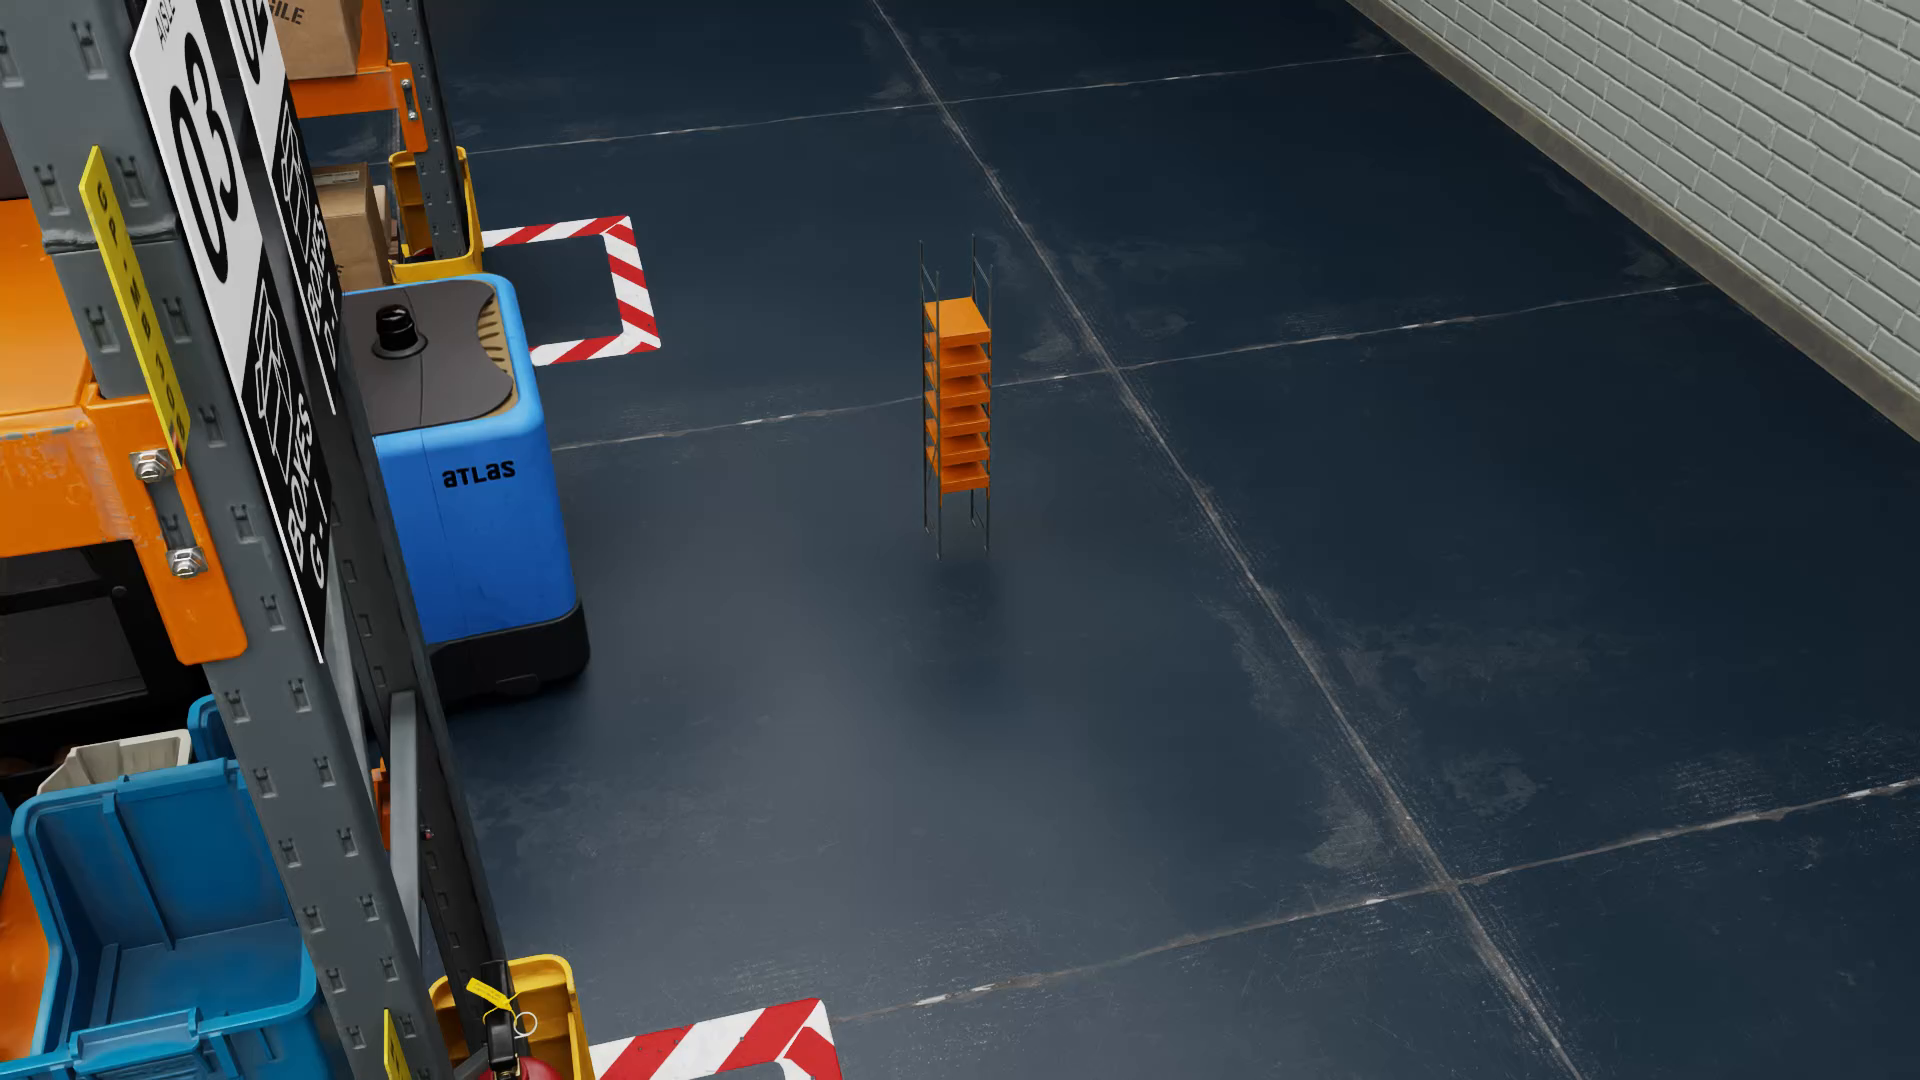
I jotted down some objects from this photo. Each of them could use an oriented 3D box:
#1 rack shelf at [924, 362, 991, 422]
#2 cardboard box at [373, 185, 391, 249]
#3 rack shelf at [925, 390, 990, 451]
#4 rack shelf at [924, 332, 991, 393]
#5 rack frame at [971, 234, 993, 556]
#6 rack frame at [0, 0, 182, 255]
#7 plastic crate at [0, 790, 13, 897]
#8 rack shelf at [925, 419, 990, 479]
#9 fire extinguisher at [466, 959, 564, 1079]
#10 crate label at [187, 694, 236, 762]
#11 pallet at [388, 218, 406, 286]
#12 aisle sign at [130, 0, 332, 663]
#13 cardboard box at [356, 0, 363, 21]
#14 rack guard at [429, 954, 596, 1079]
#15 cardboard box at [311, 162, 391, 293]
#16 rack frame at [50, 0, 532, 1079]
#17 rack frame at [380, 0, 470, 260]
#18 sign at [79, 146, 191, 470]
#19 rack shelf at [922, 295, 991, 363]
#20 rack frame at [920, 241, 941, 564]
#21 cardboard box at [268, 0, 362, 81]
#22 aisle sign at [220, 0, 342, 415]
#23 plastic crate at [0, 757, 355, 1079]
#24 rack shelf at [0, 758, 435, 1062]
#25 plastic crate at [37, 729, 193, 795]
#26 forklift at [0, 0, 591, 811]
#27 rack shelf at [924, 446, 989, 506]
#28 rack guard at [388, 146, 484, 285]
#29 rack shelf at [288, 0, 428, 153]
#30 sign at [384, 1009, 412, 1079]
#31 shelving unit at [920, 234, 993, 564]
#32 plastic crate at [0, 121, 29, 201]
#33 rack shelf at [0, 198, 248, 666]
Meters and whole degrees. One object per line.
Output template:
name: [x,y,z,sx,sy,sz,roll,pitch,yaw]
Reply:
rack shelf: [-0.014,-0.534,5.837,0.180,0.103,0.258,-9,38,-12]
cardboard box: [-2.780,-1.486,7.708,0.250,0.149,0.380,-9,38,-12]
rack shelf: [-0.014,-0.439,5.909,0.180,0.103,0.258,-9,38,-12]
rack shelf: [-0.014,-0.630,5.764,0.180,0.103,0.258,-9,38,-12]
rack frame: [0.074,-0.489,5.901,0.006,1.200,0.240,-9,38,-12]
rack frame: [-0.999,-1.785,1.177,0.127,3.000,1.000,-9,38,-12]
plastic crate: [-1.959,0.591,3.097,0.300,0.233,0.416,-9,38,-12]
rack shelf: [-0.014,-0.344,5.982,0.180,0.103,0.258,-9,38,-12]
fire extinguisher: [-0.735,1.020,2.819,0.183,0.674,0.296,-9,38,-12]
crate label: [-1.323,0.487,3.233,0.303,0.233,0.416,-9,38,-12]
pallet: [-3.129,-1.061,7.464,1.213,0.211,1.003,-9,38,-12]
aisle sign: [-0.853,-0.274,2.000,0.004,0.787,0.394,-9,38,-12]
cardboard box: [-2.784,-2.432,6.878,0.500,0.500,0.500,-9,38,-11]
rack guard: [-0.979,1.580,3.774,0.348,0.500,1.175,-9,38,-12]
cardboard box: [-2.747,-1.259,7.123,0.500,0.500,0.500,-9,38,-12]
rack frame: [-0.999,0.598,2.999,0.127,3.000,1.000,-9,38,-12]
rack frame: [-2.287,-2.308,6.798,0.127,3.000,1.000,-9,38,-12]
sign: [-0.840,-0.232,1.701,0.005,0.325,0.100,-9,38,-12]
rack shelf: [-0.014,-0.725,5.691,0.180,0.103,0.258,-9,38,-12]
rack frame: [-0.102,-0.460,5.864,0.006,1.200,0.240,-9,38,-12]
cardboard box: [-2.648,-2.117,6.466,0.500,0.500,0.500,-8,38,-11]
aisle sign: [-1.007,-0.620,2.452,0.004,0.787,0.394,-9,38,-12]
plastic crate: [-1.273,0.723,2.758,0.499,0.435,0.616,-9,38,-12]
rack shelf: [-2.930,1.201,2.804,4.000,0.370,1.077,-9,38,-12]
plastic crate: [-1.654,0.527,3.260,0.298,0.136,0.250,-9,38,-12]
forklift: [-2.823,-0.687,4.736,3.031,2.935,1.130,-11,39,-14]
rack shelf: [-0.014,-0.248,6.055,0.180,0.103,0.258,-9,38,-12]
rack guard: [-2.360,-1.303,7.542,0.348,0.500,1.175,-9,38,-12]
rack shelf: [-4.217,-1.705,6.603,4.000,0.370,1.077,-9,38,-12]
sign: [-0.840,0.853,2.531,0.005,0.325,0.100,-9,38,-12]
shelving unit: [-0.014,-0.474,5.882,0.189,1.200,0.258,-9,38,-12]
plastic crate: [-1.443,-0.644,2.262,0.590,0.269,0.497,-9,38,-12]
rack shelf: [-2.930,0.009,1.892,4.000,0.370,1.077,-9,38,-12]
